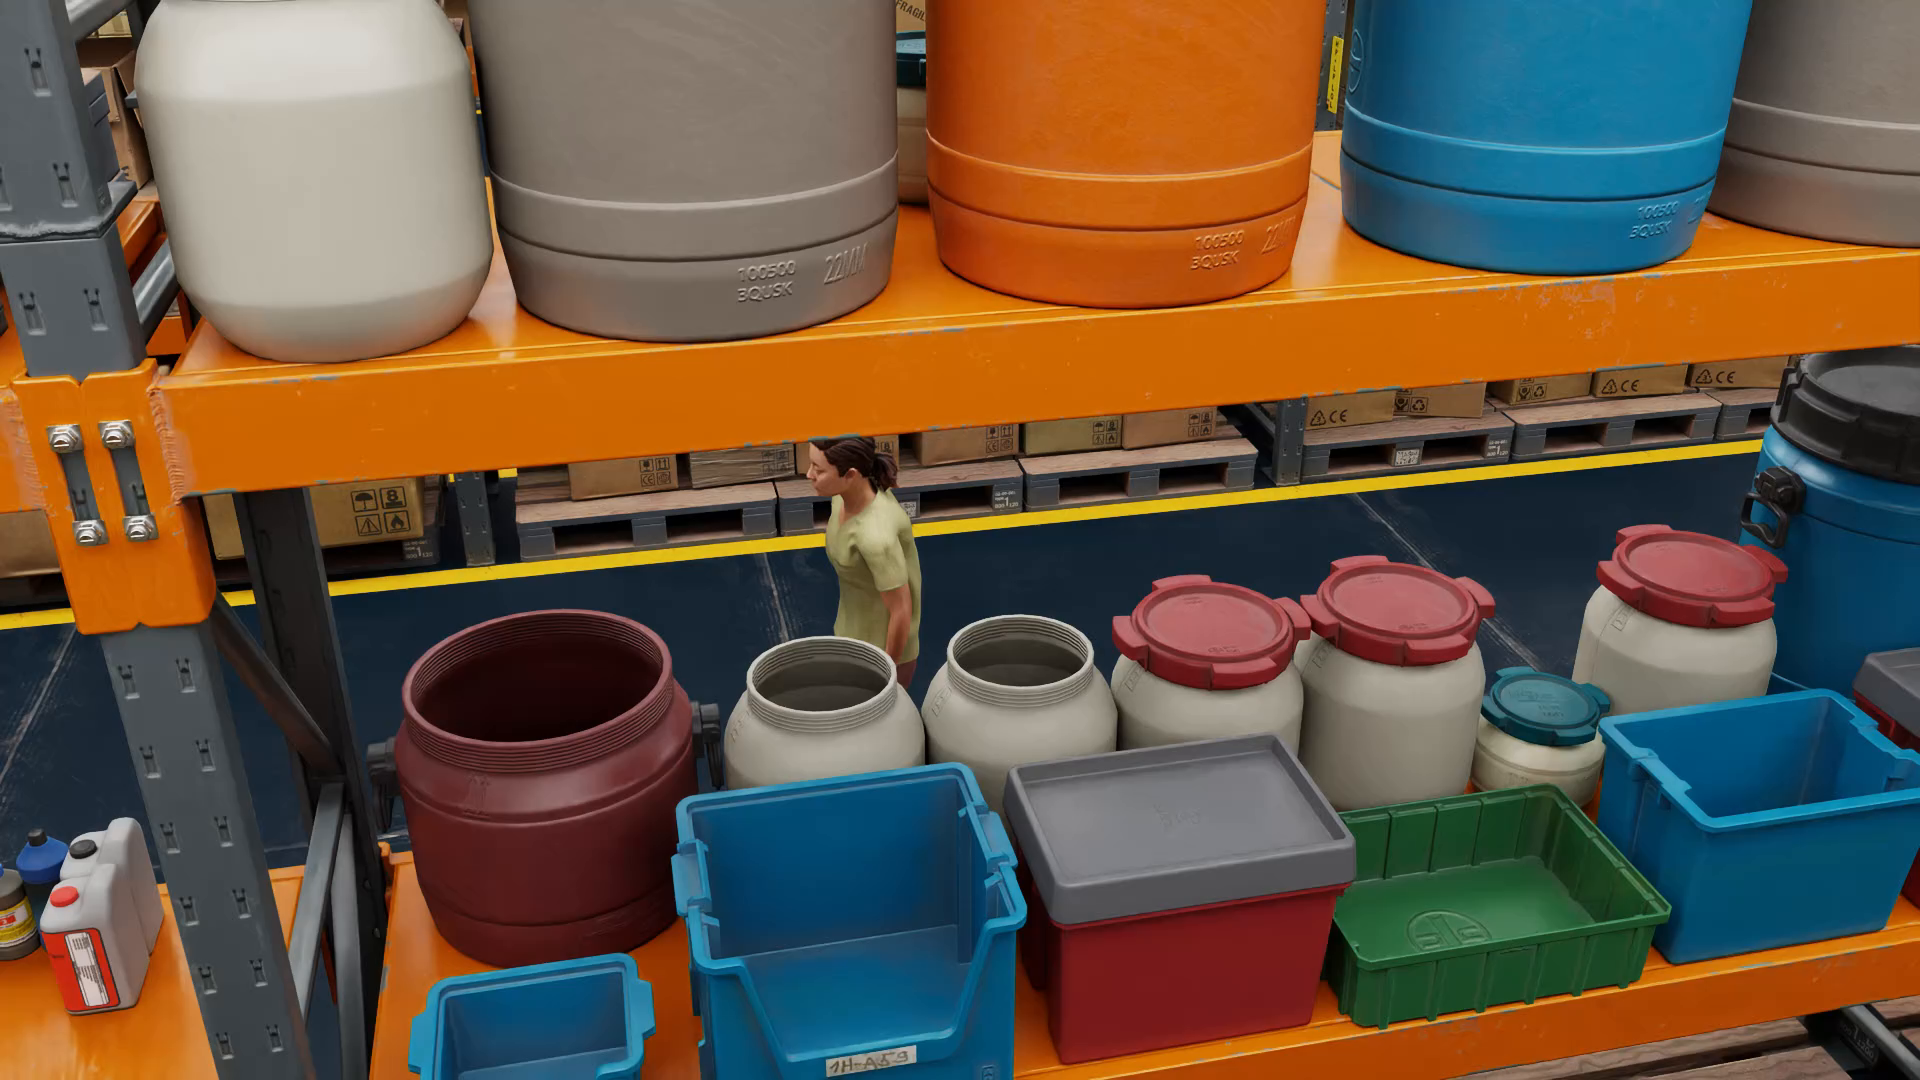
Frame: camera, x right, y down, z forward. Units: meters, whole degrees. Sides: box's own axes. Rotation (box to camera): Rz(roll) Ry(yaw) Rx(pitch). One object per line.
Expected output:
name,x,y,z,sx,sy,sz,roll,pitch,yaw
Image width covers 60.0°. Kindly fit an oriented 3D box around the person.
person,-0.318,0.358,5.411,0.359,1.672,0.521,-7,28,-14
